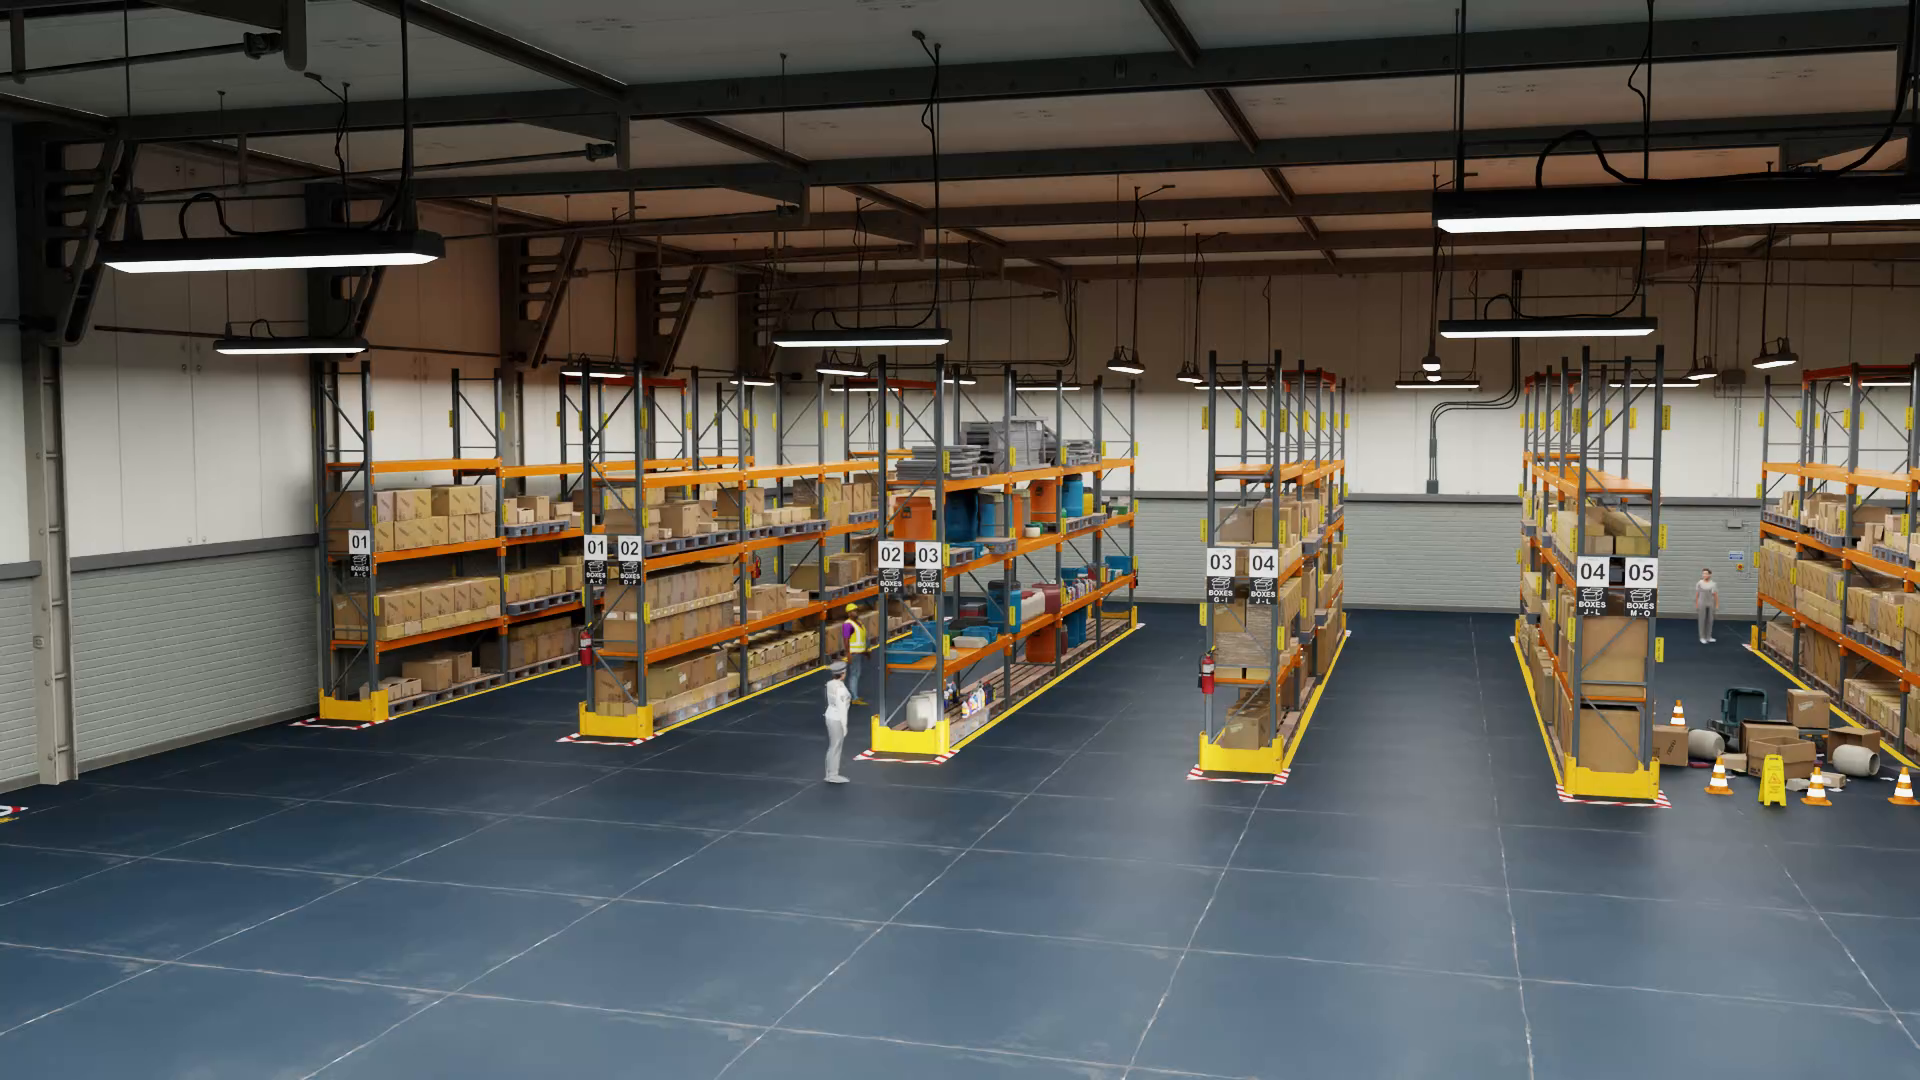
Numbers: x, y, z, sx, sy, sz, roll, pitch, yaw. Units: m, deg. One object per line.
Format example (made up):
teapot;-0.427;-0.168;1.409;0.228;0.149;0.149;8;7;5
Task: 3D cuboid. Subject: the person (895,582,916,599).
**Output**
person;-1.333;1.046;43.609;0.987;1.671;0.633;3;5;37

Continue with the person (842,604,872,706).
person;-1.821;2.014;29.400;0.461;1.779;0.637;1;4;12

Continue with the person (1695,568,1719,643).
person;16.885;1.482;37.595;0.492;1.678;0.384;1;4;12

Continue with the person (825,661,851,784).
person;-1.691;2.519;23.003;0.335;1.694;0.522;-1;4;-19
